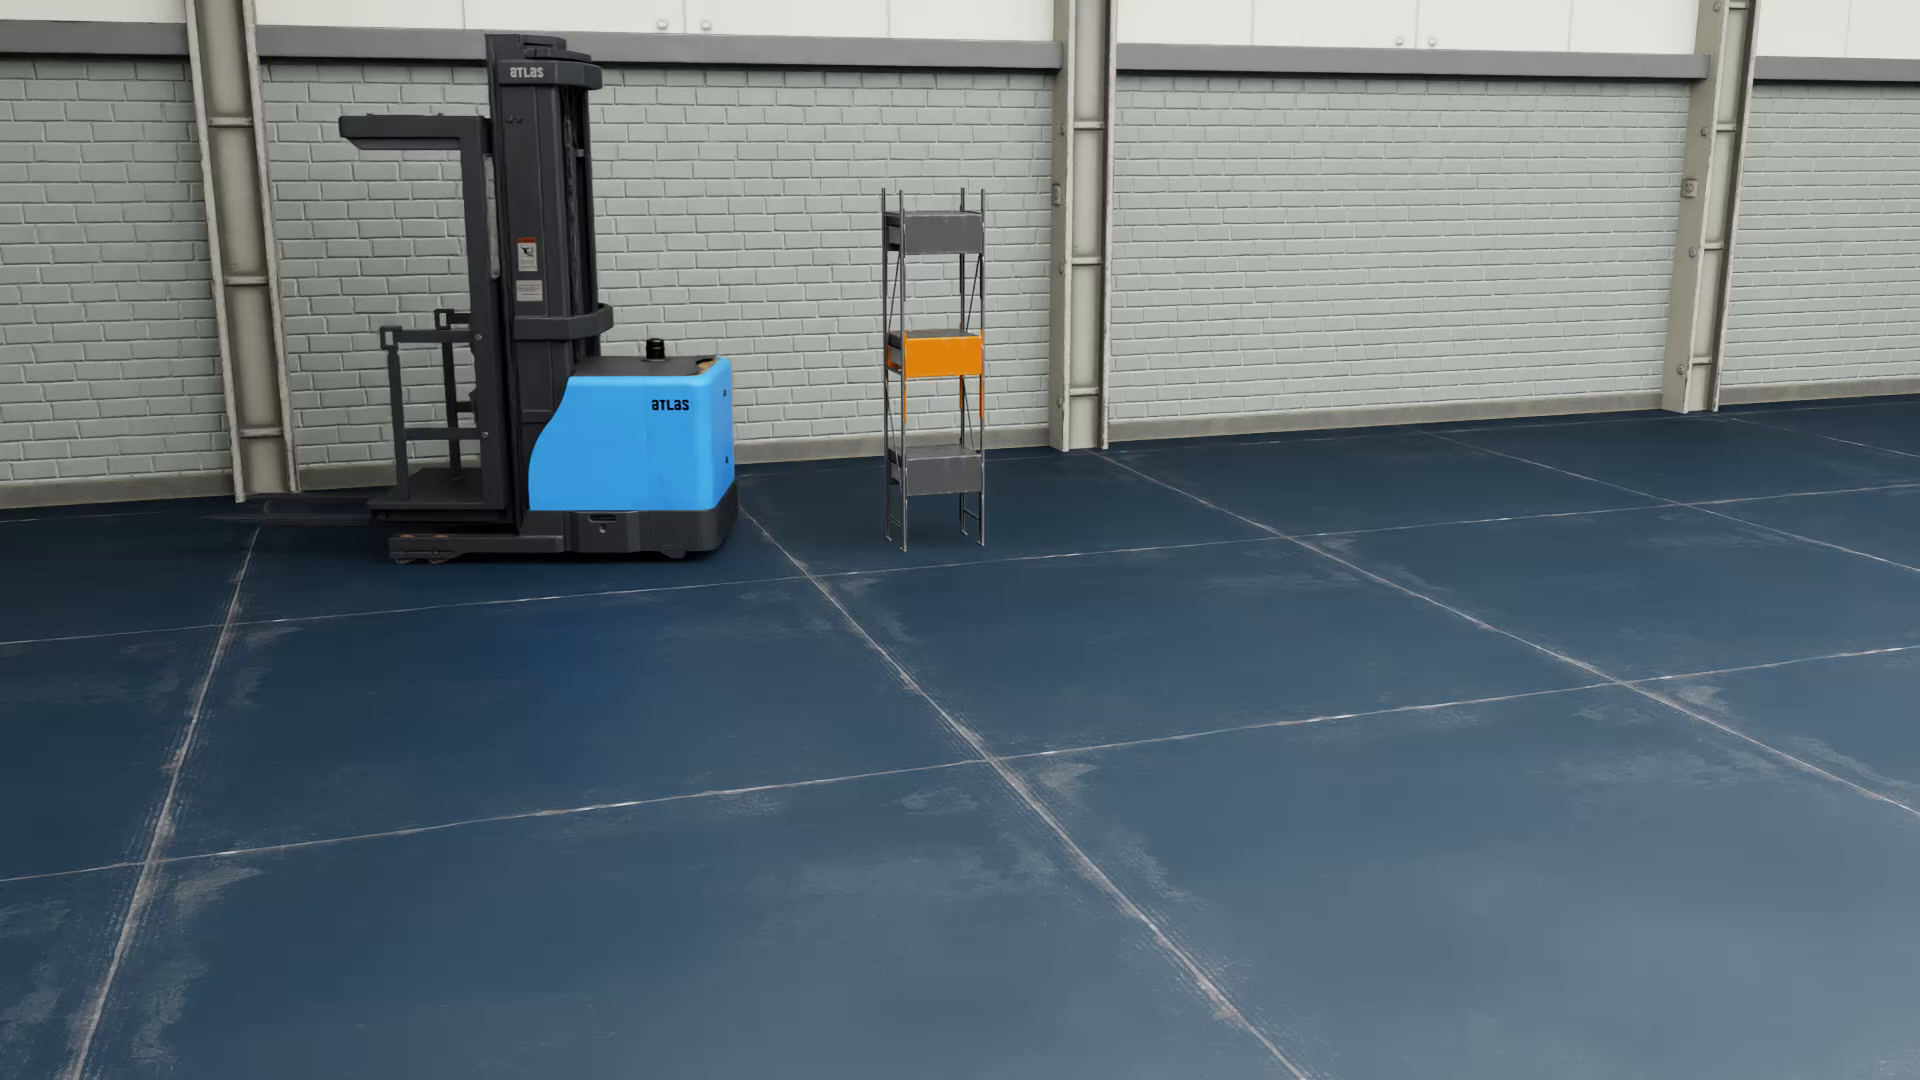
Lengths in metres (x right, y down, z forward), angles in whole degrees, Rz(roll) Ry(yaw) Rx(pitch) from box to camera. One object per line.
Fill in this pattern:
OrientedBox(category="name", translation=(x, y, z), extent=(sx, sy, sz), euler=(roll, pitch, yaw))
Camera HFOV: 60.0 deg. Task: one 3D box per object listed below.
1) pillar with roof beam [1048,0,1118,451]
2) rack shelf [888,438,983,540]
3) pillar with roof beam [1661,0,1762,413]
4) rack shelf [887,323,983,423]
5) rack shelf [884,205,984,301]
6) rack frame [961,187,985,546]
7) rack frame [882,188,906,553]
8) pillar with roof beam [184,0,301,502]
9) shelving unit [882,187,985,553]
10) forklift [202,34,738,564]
OrientedBox(category="pillar with roof beam", translation=(2.316, -4.178, 8.261), extent=(0.400, 9.000, 9.100), euler=(-4, 14, -18))
OrientedBox(category="rack shelf", translation=(-0.157, -0.315, 10.014), extent=(0.480, 0.518, 0.431), euler=(-4, 14, -18))
OrientedBox(category="pillar with roof beam", translation=(8.002, -4.621, 10.123), extent=(0.400, 9.000, 9.100), euler=(-4, 14, -18))
OrientedBox(category="rack shelf", translation=(-0.157, -0.996, 9.852), extent=(0.480, 0.518, 0.431), euler=(-4, 14, -18))
OrientedBox(category="rack shelf", translation=(-0.157, -1.677, 9.690), extent=(0.480, 0.518, 0.431), euler=(-4, 14, -18))
OrientedBox(category="rack frame", translation=(0.074, -1.027, 9.924), extent=(0.015, 2.100, 0.400), euler=(-4, 14, -18))
OrientedBox(category="rack frame", translation=(-0.388, -0.991, 9.773), extent=(0.015, 2.100, 0.400), euler=(-4, 14, -18))
OrientedBox(category="pillar with roof beam", translation=(-3.371, -3.735, 6.399), extent=(0.400, 9.000, 9.100), euler=(-4, 14, -18))
OrientedBox(category="shelving unit", translation=(-0.157, -1.009, 9.848), extent=(0.503, 2.100, 0.431), euler=(-4, 14, -18))
OrientedBox(category="forklift", translation=(-2.913, -1.412, 9.745), extent=(3.031, 2.935, 1.130), euler=(0, 13, 0))
